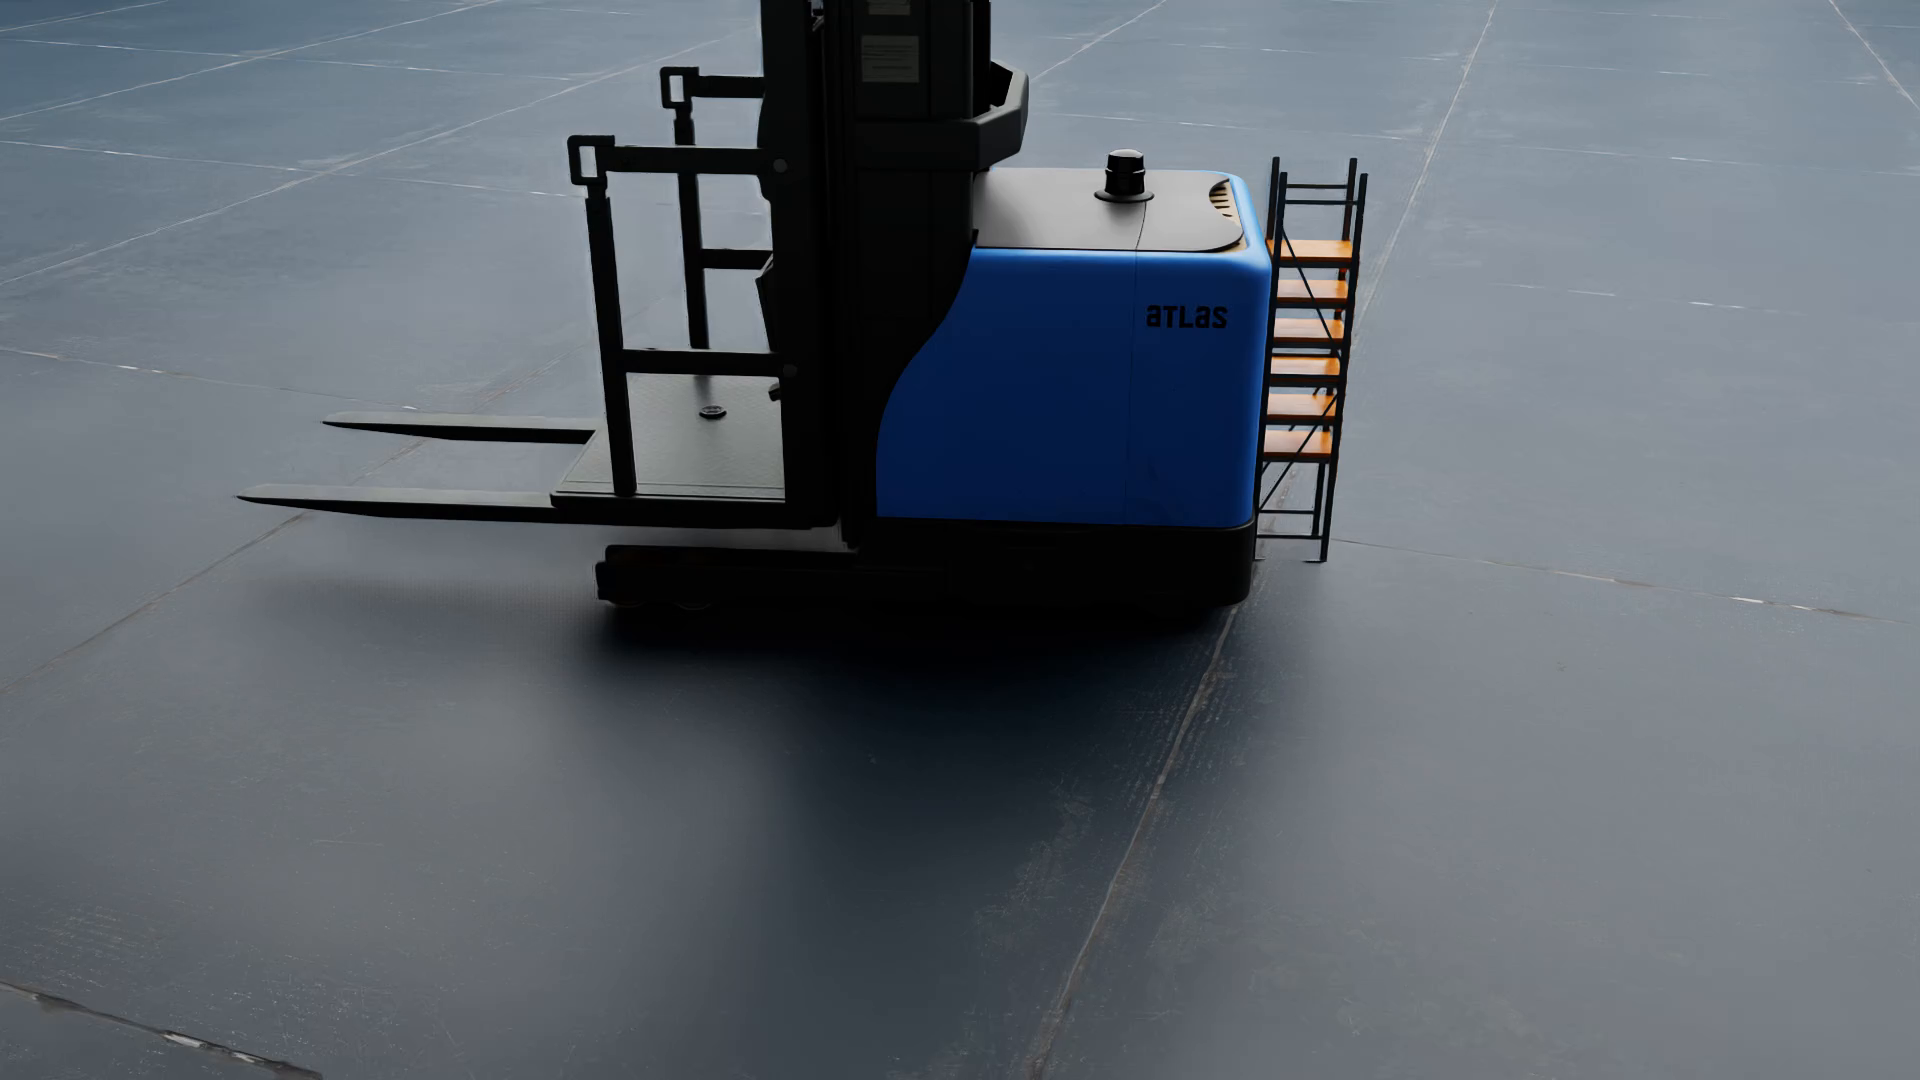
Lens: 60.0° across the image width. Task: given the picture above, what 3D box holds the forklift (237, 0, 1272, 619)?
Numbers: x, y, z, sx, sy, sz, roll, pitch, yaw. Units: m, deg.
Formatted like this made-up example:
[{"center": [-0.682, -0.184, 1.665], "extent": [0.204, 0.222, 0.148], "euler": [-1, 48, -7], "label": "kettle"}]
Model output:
[{"center": [-0.645, -1.342, 4.657], "extent": [3.031, 2.935, 1.130], "euler": [2, 26, 4], "label": "forklift"}]

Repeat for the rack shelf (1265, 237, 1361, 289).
[{"center": [1.010, -0.798, 4.797], "extent": [0.258, 0.103, 0.180], "euler": [1, 26, 3], "label": "rack shelf"}]

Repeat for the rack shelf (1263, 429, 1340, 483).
[{"center": [1.010, -0.258, 5.059], "extent": [0.258, 0.103, 0.180], "euler": [1, 26, 3], "label": "rack shelf"}]

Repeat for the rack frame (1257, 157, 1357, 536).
[{"center": [1.015, -0.554, 5.017], "extent": [0.240, 1.200, 0.006], "euler": [1, 26, 3], "label": "rack frame"}]

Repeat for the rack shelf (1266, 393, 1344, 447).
[{"center": [1.010, -0.366, 5.006], "extent": [0.258, 0.103, 0.180], "euler": [1, 26, 3], "label": "rack shelf"}]

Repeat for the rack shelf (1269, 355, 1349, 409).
[{"center": [1.010, -0.474, 4.954], "extent": [0.258, 0.103, 0.180], "euler": [1, 26, 3], "label": "rack shelf"}]

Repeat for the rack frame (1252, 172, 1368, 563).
[{"center": [1.005, -0.474, 4.852], "extent": [0.240, 1.200, 0.006], "euler": [1, 26, 3], "label": "rack frame"}]

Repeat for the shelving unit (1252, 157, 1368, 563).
[{"center": [1.010, -0.514, 4.935], "extent": [0.258, 1.200, 0.189], "euler": [1, 26, 3], "label": "shelving unit"}]

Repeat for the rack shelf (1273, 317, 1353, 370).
[{"center": [1.010, -0.582, 4.902], "extent": [0.258, 0.103, 0.180], "euler": [1, 26, 3], "label": "rack shelf"}]

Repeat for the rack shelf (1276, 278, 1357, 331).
[{"center": [1.010, -0.690, 4.849], "extent": [0.258, 0.103, 0.180], "euler": [1, 26, 3], "label": "rack shelf"}]
